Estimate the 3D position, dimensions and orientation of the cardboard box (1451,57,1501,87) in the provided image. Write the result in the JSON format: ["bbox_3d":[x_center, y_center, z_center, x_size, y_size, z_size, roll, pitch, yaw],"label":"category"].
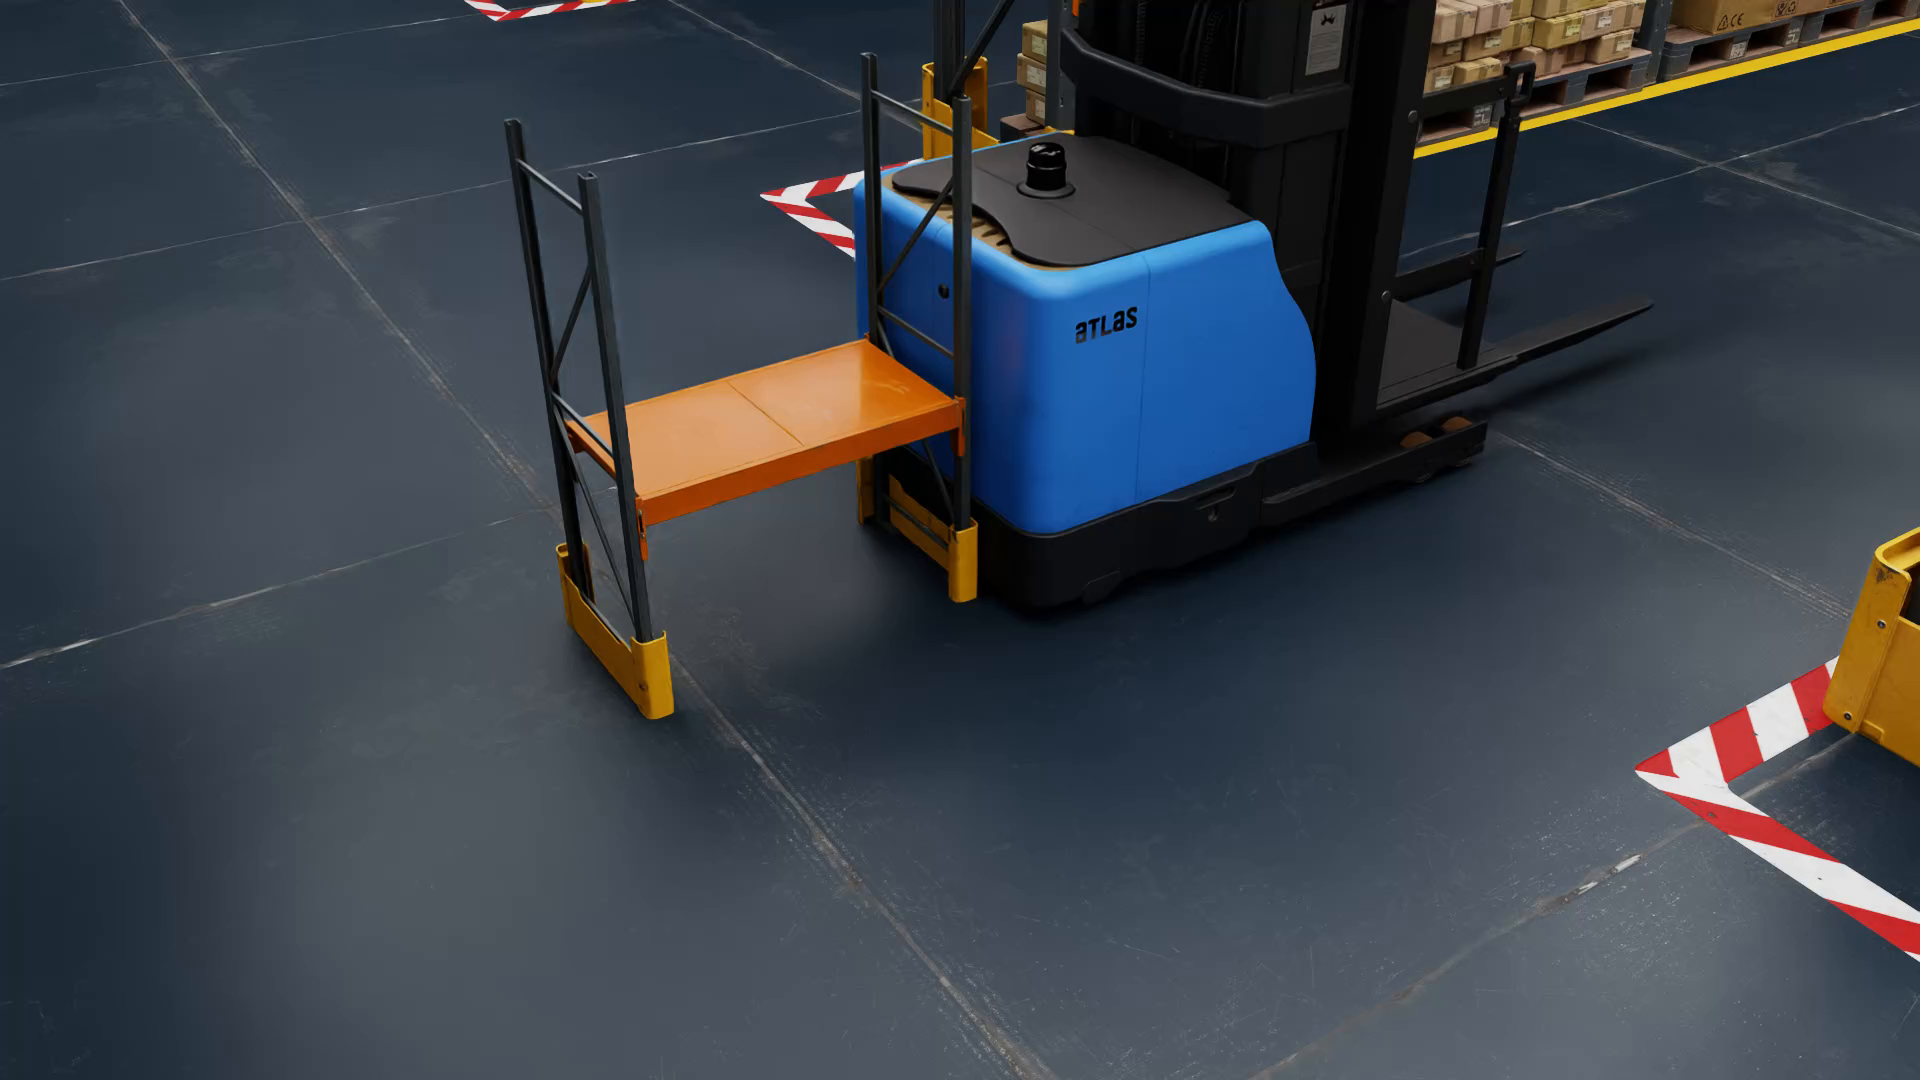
[{"bbox_3d":[2.541,-2.419,8.552,0.250,0.149,0.380,-19,37,-27],"label":"cardboard box"}]

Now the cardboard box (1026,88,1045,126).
[{"bbox_3d":[0.523,-2.074,8.005,0.250,0.149,0.380,-18,37,-26],"label":"cardboard box"}]

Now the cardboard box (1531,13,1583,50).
[{"bbox_3d":[3.027,-2.708,8.731,0.250,0.149,0.380,-20,38,-29],"label":"cardboard box"}]

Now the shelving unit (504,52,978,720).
[{"bbox_3d":[-0.550,-0.435,4.533,1.083,1.500,0.587,-20,37,-28],"label":"shelving unit"}]

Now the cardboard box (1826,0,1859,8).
[{"bbox_3d":[5.197,-3.539,9.998,0.500,0.500,0.500,-18,37,-26],"label":"cardboard box"}]

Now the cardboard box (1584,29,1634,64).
[{"bbox_3d":[3.411,-2.719,9.027,0.250,0.149,0.380,-18,37,-27],"label":"cardboard box"}]

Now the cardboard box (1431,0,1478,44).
[{"bbox_3d":[2.341,-2.607,8.292,0.250,0.149,0.380,-20,38,-29],"label":"cardboard box"}]

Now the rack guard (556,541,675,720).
[{"bbox_3d":[-0.964,0.242,4.632,0.087,0.250,0.587,-20,37,-28],"label":"rack guard"}]

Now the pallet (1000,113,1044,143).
[{"bbox_3d":[0.960,-1.918,8.093,1.213,0.211,1.003,-19,37,-27],"label":"pallet"}]

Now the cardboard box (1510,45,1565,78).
[{"bbox_3d":[2.960,-2.576,8.800,0.250,0.149,0.380,-20,38,-29],"label":"cardboard box"}]

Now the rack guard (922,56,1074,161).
[{"bbox_3d":[0.258,-1.821,7.669,0.348,0.500,1.175,-19,37,-27],"label":"rack guard"}]

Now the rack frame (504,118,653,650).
[{"bbox_3d":[-0.965,-0.286,4.298,0.032,1.500,0.500,-20,37,-28],"label":"rack frame"}]

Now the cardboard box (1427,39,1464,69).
[{"bbox_3d":[2.323,-2.528,8.447,0.250,0.149,0.380,-21,38,-29],"label":"cardboard box"}]

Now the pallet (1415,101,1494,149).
[{"bbox_3d":[1.984,-2.269,8.649,1.213,0.211,1.003,-19,37,-27],"label":"pallet"}]

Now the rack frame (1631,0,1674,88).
[{"bbox_3d":[3.556,-4.013,8.800,0.127,3.000,1.000,-19,37,-27],"label":"rack frame"}]

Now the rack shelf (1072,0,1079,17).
[{"bbox_3d":[1.875,-3.131,8.076,4.000,0.370,1.077,-19,37,-27],"label":"rack shelf"}]

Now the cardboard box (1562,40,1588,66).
[{"bbox_3d":[3.147,-2.681,8.967,0.250,0.149,0.380,-18,36,-26],"label":"cardboard box"}]

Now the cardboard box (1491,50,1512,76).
[{"bbox_3d":[2.673,-2.554,8.766,0.250,0.149,0.380,-20,37,-28],"label":"cardboard box"}]

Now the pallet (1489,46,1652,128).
[{"bbox_3d":[3.010,-2.624,9.211,1.213,0.211,1.003,-19,37,-27],"label":"pallet"}]

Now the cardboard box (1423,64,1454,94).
[{"bbox_3d":[2.285,-2.374,8.481,0.250,0.149,0.380,-18,37,-26],"label":"cardboard box"}]

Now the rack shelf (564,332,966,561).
[{"bbox_3d":[-0.543,-0.285,4.634,1.000,0.185,0.538,-20,37,-28],"label":"rack shelf"}]

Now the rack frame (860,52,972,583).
[{"bbox_3d":[-0.121,-0.589,4.777,0.032,1.500,0.500,-20,37,-28],"label":"rack frame"}]

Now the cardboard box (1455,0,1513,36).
[{"bbox_3d":[2.561,-2.690,8.424,0.250,0.149,0.380,-21,38,-30],"label":"cardboard box"}]

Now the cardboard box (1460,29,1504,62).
[{"bbox_3d":[2.559,-2.597,8.555,0.250,0.149,0.380,-18,36,-26],"label":"cardboard box"}]

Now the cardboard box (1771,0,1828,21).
[{"bbox_3d":[4.764,-3.382,9.749,0.500,0.500,0.500,-17,36,-25],"label":"cardboard box"}]

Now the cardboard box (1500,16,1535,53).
[{"bbox_3d":[2.763,-2.679,8.686,0.250,0.149,0.380,-19,37,-27],"label":"cardboard box"}]

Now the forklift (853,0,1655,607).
[{"bbox_3d":[1.173,-1.645,5.110,3.031,2.935,1.130,-20,37,-28],"label":"forklift"}]

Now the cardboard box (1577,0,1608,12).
[{"bbox_3d":[3.204,-2.925,8.797,0.250,0.149,0.380,-18,37,-27],"label":"cardboard box"}]

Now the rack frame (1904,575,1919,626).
[{"bbox_3d":[2.796,-0.603,3.395,0.127,3.000,1.000,-19,37,-27],"label":"rack frame"}]

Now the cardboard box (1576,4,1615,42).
[{"bbox_3d":[3.242,-2.793,8.866,0.250,0.149,0.380,-21,38,-29],"label":"cardboard box"}]

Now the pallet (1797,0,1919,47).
[{"bbox_3d":[5.236,-3.414,10.464,1.213,0.211,1.003,-19,37,-27],"label":"pallet"}]

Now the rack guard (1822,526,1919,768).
[{"bbox_3d":[2.776,0.461,4.051,0.348,0.500,1.175,-19,37,-27],"label":"rack guard"}]

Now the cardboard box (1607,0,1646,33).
[{"bbox_3d":[3.463,-2.877,8.999,0.250,0.149,0.380,-18,37,-26],"label":"cardboard box"}]

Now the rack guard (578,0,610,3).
[{"bbox_3d":[-2.593,-3.983,11.096,0.348,0.500,1.175,-19,37,-27],"label":"rack guard"}]

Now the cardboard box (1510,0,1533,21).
[{"bbox_3d":[2.739,-2.810,8.614,0.250,0.149,0.380,-18,36,-26],"label":"cardboard box"}]

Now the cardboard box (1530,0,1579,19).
[{"bbox_3d":[2.999,-2.850,8.677,0.250,0.149,0.380,-19,37,-28],"label":"cardboard box"}]

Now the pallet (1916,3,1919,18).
[{"bbox_3d":[6.260,-3.765,11.020,1.213,0.211,1.003,-19,37,-27],"label":"pallet"}]

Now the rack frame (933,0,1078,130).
[{"bbox_3d":[0.194,-2.857,6.967,0.127,3.000,1.000,-19,37,-27],"label":"rack frame"}]

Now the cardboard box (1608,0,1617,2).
[{"bbox_3d":[3.398,-3.017,8.942,0.250,0.149,0.380,-18,36,-26],"label":"cardboard box"}]

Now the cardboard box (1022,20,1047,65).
[{"bbox_3d":[0.501,-2.347,7.880,0.250,0.149,0.380,-19,37,-27],"label":"cardboard box"}]

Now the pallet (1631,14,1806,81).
[{"bbox_3d":[4.209,-3.059,9.902,1.213,0.211,1.003,-19,37,-27],"label":"pallet"}]

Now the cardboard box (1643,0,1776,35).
[{"bbox_3d":[4.320,-3.228,9.505,0.500,0.500,0.500,-17,36,-25],"label":"cardboard box"}]

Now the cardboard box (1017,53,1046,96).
[{"bbox_3d":[0.483,-2.235,7.981,0.250,0.149,0.380,-20,37,-29],"label":"cardboard box"}]

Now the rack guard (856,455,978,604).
[{"bbox_3d":[-0.137,-0.054,5.102,0.087,0.250,0.587,-20,37,-28],"label":"rack guard"}]
